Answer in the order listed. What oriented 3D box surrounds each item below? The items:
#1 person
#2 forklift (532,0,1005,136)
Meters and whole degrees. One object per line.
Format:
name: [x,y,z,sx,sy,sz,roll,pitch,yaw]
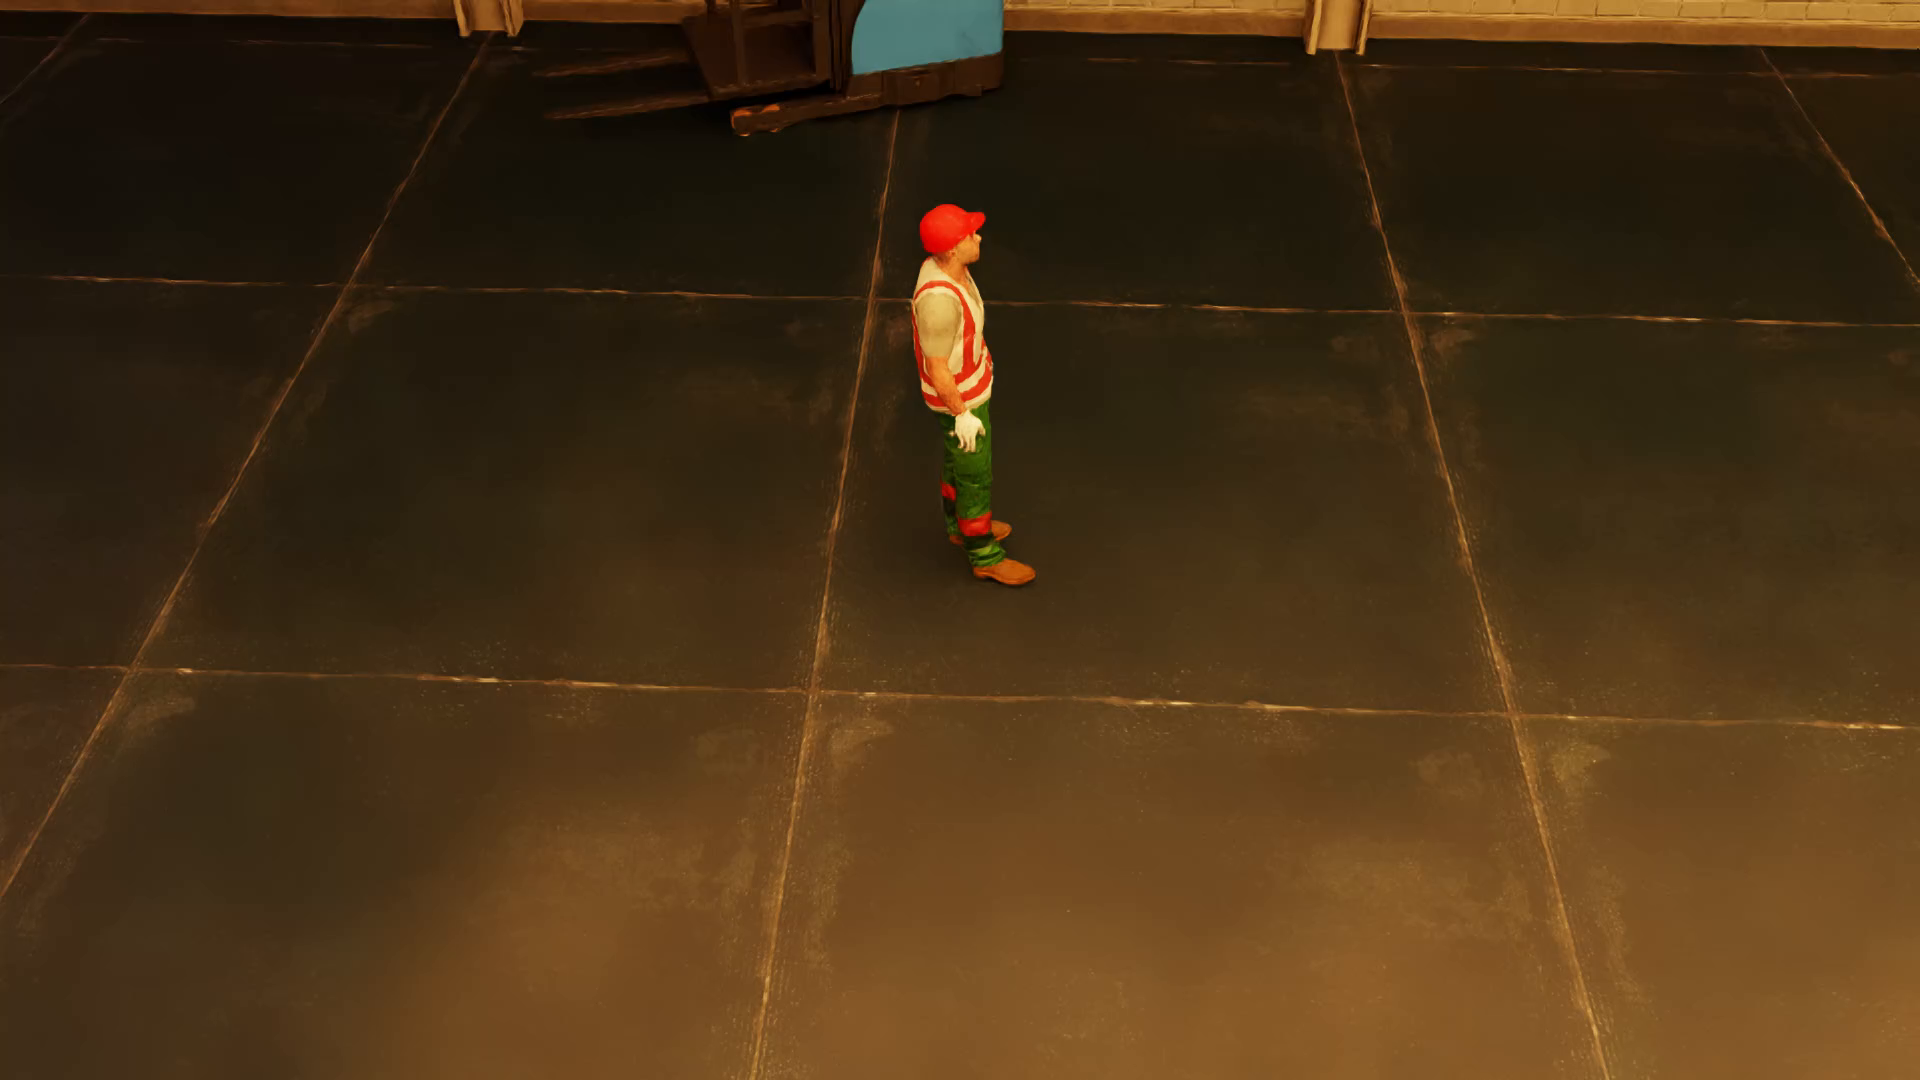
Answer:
person: [0.080,-0.656,7.297,0.563,1.787,0.637,2,42,2]
forklift: [-1.279,-4.101,10.234,3.031,2.935,1.130,-12,44,-13]
